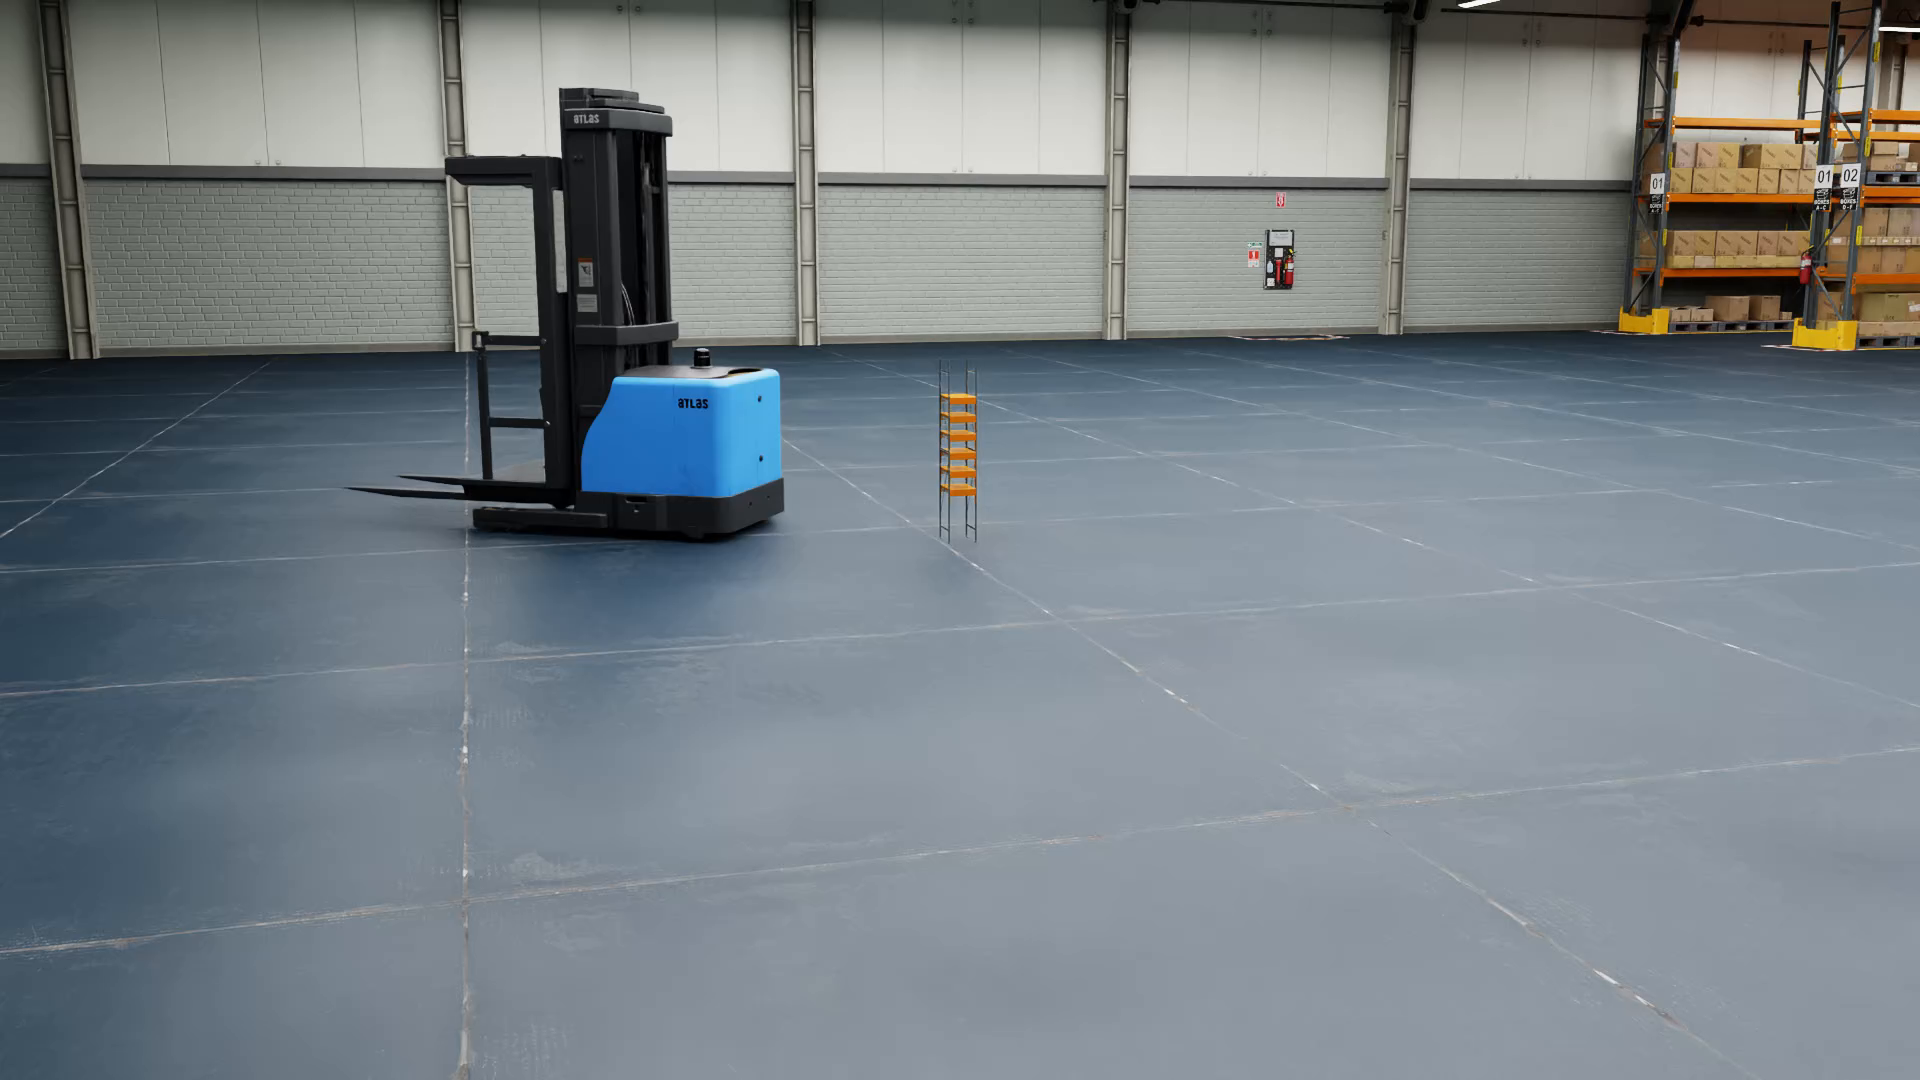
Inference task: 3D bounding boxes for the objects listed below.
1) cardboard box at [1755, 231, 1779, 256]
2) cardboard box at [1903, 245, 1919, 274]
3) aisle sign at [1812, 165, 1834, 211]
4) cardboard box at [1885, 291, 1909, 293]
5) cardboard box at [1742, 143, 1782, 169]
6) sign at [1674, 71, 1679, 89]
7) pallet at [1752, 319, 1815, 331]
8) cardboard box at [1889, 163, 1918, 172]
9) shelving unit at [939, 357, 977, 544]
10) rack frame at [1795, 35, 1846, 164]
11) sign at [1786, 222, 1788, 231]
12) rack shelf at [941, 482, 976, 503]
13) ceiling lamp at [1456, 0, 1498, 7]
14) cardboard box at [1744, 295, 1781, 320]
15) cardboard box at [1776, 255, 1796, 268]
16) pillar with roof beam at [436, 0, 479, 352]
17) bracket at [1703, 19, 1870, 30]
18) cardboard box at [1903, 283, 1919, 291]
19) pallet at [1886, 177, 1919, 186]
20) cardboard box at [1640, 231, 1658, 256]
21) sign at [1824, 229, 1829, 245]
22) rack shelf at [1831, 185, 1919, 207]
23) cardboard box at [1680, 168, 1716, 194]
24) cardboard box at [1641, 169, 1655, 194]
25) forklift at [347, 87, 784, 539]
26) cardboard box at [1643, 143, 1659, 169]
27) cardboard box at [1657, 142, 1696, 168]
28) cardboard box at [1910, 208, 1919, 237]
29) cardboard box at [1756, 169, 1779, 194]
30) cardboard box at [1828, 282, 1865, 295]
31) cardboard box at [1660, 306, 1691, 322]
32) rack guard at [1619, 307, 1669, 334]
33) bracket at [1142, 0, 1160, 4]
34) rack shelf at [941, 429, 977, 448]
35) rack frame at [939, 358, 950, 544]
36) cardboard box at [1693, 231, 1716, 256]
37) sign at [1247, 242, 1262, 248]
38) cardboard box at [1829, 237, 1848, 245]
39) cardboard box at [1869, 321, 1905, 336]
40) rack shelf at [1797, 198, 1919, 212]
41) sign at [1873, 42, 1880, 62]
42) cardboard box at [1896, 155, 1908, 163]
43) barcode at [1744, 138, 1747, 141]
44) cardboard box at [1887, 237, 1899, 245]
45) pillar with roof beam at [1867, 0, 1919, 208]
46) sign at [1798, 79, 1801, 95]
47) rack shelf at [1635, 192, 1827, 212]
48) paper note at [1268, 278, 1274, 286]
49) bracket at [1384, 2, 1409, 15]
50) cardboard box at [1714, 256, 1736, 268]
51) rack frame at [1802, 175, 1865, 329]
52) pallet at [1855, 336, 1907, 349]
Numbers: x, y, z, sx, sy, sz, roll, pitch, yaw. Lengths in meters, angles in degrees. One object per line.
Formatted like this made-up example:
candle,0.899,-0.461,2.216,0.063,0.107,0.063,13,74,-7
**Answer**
cardboard box,16.578,-6.159,34.505,0.500,0.500,0.500,-3,11,-18
cardboard box,16.890,-5.040,29.864,0.500,0.500,0.700,-3,11,-16
aisle sign,15.312,-6.244,29.501,0.004,0.787,0.394,-3,11,-16
cardboard box,17.326,-4.298,30.474,0.500,0.500,0.500,-3,11,-16
cardboard box,16.483,-7.877,34.173,0.500,0.500,0.500,-3,11,-18
sign,14.221,-9.134,33.007,0.005,0.325,0.100,-3,11,-16
pallet,17.275,-4.570,35.288,1.213,0.211,1.003,-3,11,-16
cardboard box,16.636,-6.574,29.335,0.250,0.149,0.380,-3,11,-16
shelving unit,-0.014,-0.589,10.934,0.189,1.200,0.258,-3,11,-16
rack frame,17.910,-8.932,34.710,0.127,3.000,1.000,-3,11,-16
sign,17.751,-6.647,35.672,0.005,0.325,0.100,-3,11,-16
rack shelf,-0.014,-0.310,10.985,0.180,0.103,0.258,-3,11,-16
ceiling lamp,8.708,-10.546,27.352,0.800,3.185,2.000,-3,11,-16
cardboard box,16.924,-4.909,35.117,0.500,0.500,0.500,-4,11,-20
cardboard box,17.059,-5.817,34.720,0.500,0.250,0.500,-3,11,-16
pillar with roof beam,-7.341,-6.953,23.958,0.400,9.000,9.100,-3,11,-16
bracket,17.471,-10.775,34.781,4.783,0.066,0.076,-3,11,-16
cardboard box,20.509,-5.476,36.127,0.500,0.250,0.500,-3,11,-15
pallet,17.317,-6.444,29.723,1.213,0.211,1.003,-3,11,-16
cardboard box,14.462,-6.145,34.428,0.500,0.500,0.500,-3,11,-17
sign,18.069,-6.313,34.665,0.005,0.325,0.100,-3,11,-16
rack shelf,17.378,-6.141,29.821,4.000,0.370,1.077,-3,11,-16
cardboard box,14.986,-7.308,33.841,0.500,0.500,0.500,-2,11,-12
cardboard box,14.399,-7.379,34.225,0.500,0.500,0.500,-2,11,-12
forklift,-2.819,-1.575,11.506,3.031,2.935,1.130,3,11,16
cardboard box,14.410,-7.872,34.146,0.500,0.500,0.500,-3,11,-13
cardboard box,14.507,-7.782,33.658,0.500,0.500,0.500,-4,11,-20
cardboard box,16.947,-5.683,29.771,0.500,0.500,0.700,-3,11,-16
cardboard box,16.483,-7.389,34.284,0.500,0.500,0.500,-3,11,-18
cardboard box,19.034,-5.400,35.714,0.500,0.250,0.500,-3,11,-17
cardboard box,14.759,-4.693,34.463,0.500,0.311,0.500,-4,11,-22
rack guard,14.142,-4.554,34.401,0.348,0.500,1.175,-3,11,-16
bracket,3.475,-10.038,30.774,0.430,0.232,0.235,-3,11,-16
rack shelf,-0.014,-0.664,10.920,0.180,0.103,0.258,-3,11,-16
rack frame,-0.102,-0.585,10.909,0.006,1.200,0.240,-3,11,-16
cardboard box,15.089,-6.079,34.072,0.500,0.500,0.500,-3,11,-16
sign,5.802,-5.810,32.758,0.331,0.109,0.001,-3,11,-16
cardboard box,15.771,-5.339,29.695,0.250,0.149,0.380,-3,11,-17
cardboard box,16.513,-3.787,29.767,0.500,0.250,0.500,-3,11,-16
rack shelf,19.830,-7.204,35.597,4.000,0.370,1.077,-3,11,-16
sign,15.606,-8.309,28.309,0.005,0.325,0.100,-3,11,-16
cardboard box,17.023,-6.757,29.882,0.500,0.311,0.500,-2,11,-9
barcode,16.455,-8.396,34.834,0.075,0.075,0.001,-3,11,-16
cardboard box,16.387,-5.295,29.456,0.250,0.149,0.380,-3,11,-16
pillar with roof beam,21.464,-8.471,32.204,0.548,9.000,9.100,-3,11,-16
sign,17.749,-9.565,35.134,0.005,0.325,0.100,-3,11,-16
rack shelf,15.989,-7.002,34.497,4.000,0.370,1.077,-3,11,-16
paper note,6.166,-5.113,32.967,0.142,0.148,0.016,-3,11,-16
bracket,8.439,-10.299,32.196,0.430,0.232,0.235,-3,11,-16
cardboard box,15.612,-5.738,34.291,0.500,0.250,0.500,-3,11,-17
rack frame,15.457,-4.918,29.477,0.127,3.000,1.000,-3,11,-16
pallet,16.180,-3.593,29.980,1.213,0.211,1.003,-3,11,-16
